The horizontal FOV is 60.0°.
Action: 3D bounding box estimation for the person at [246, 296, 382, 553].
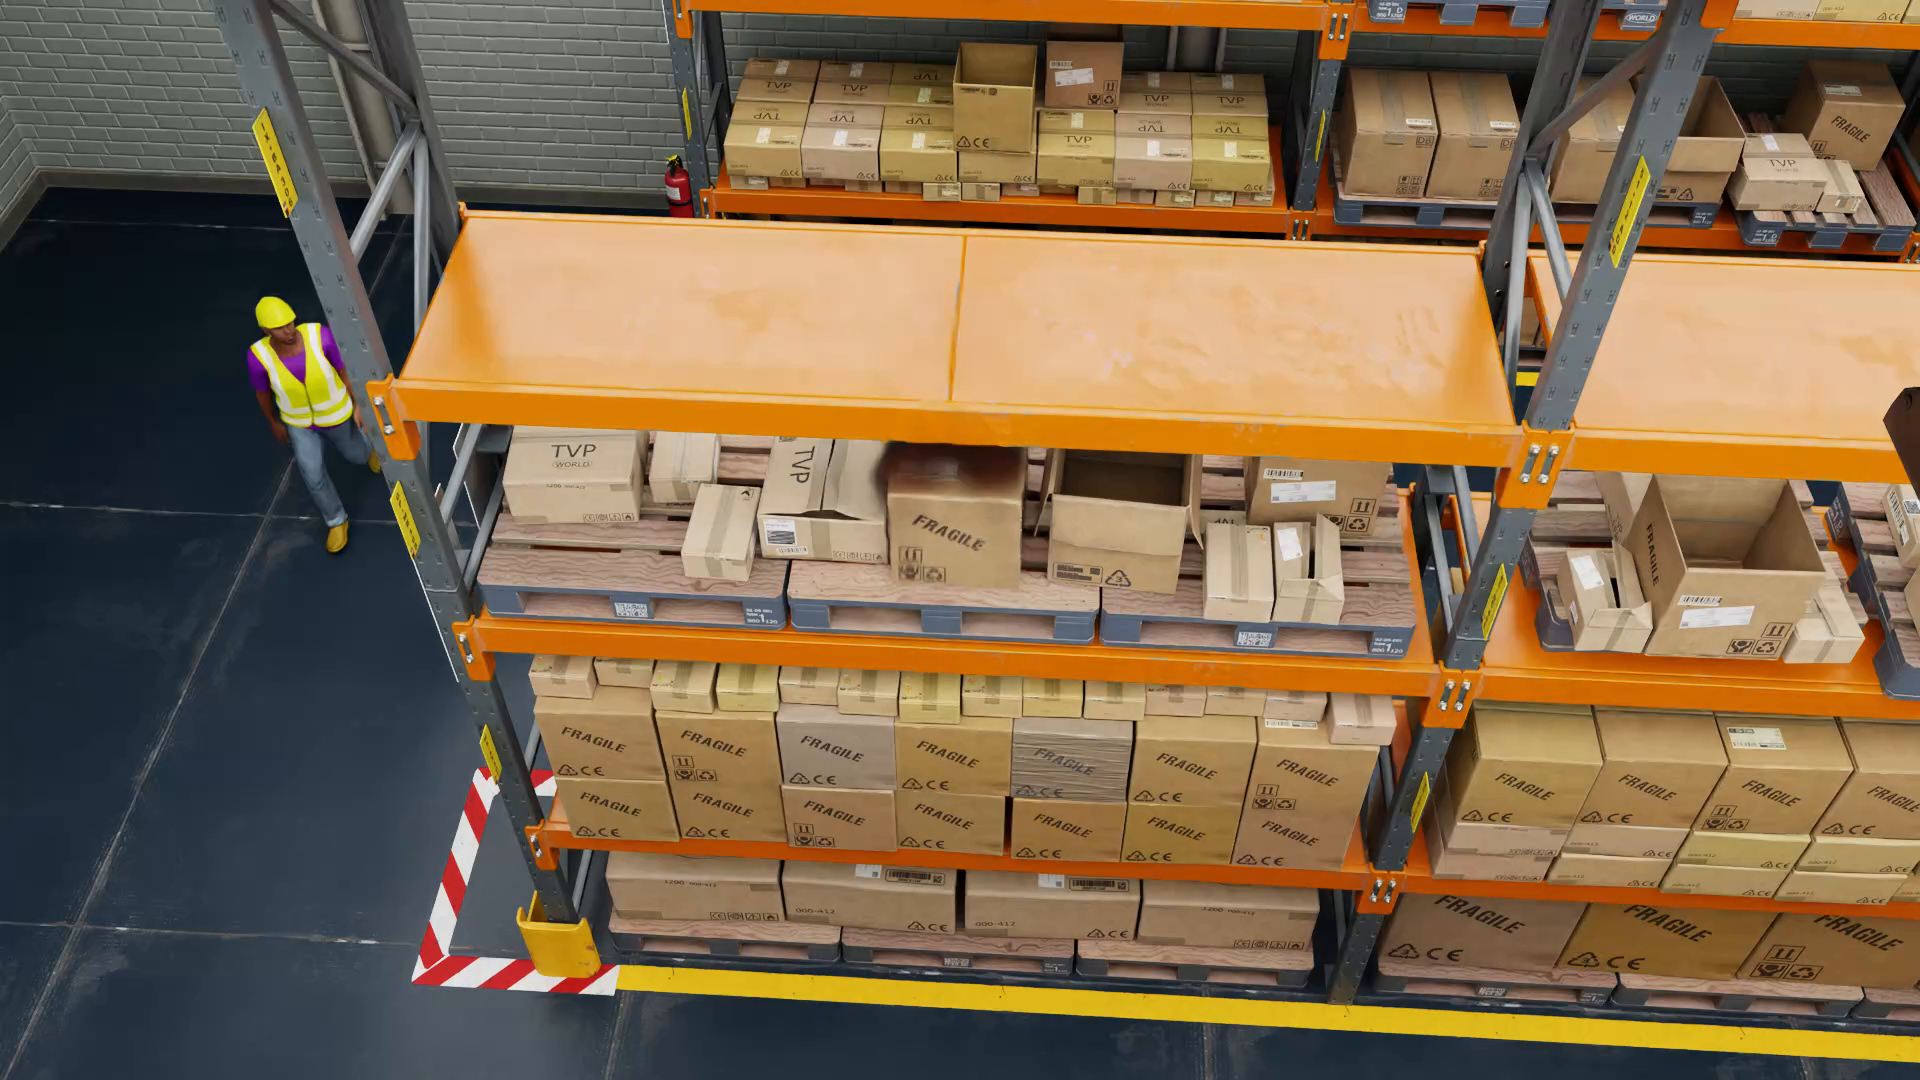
[{"bbox_3d":[-3.985,-0.816,10.309,0.620,1.721,0.928,-5,48,-5],"label":"person"}]
